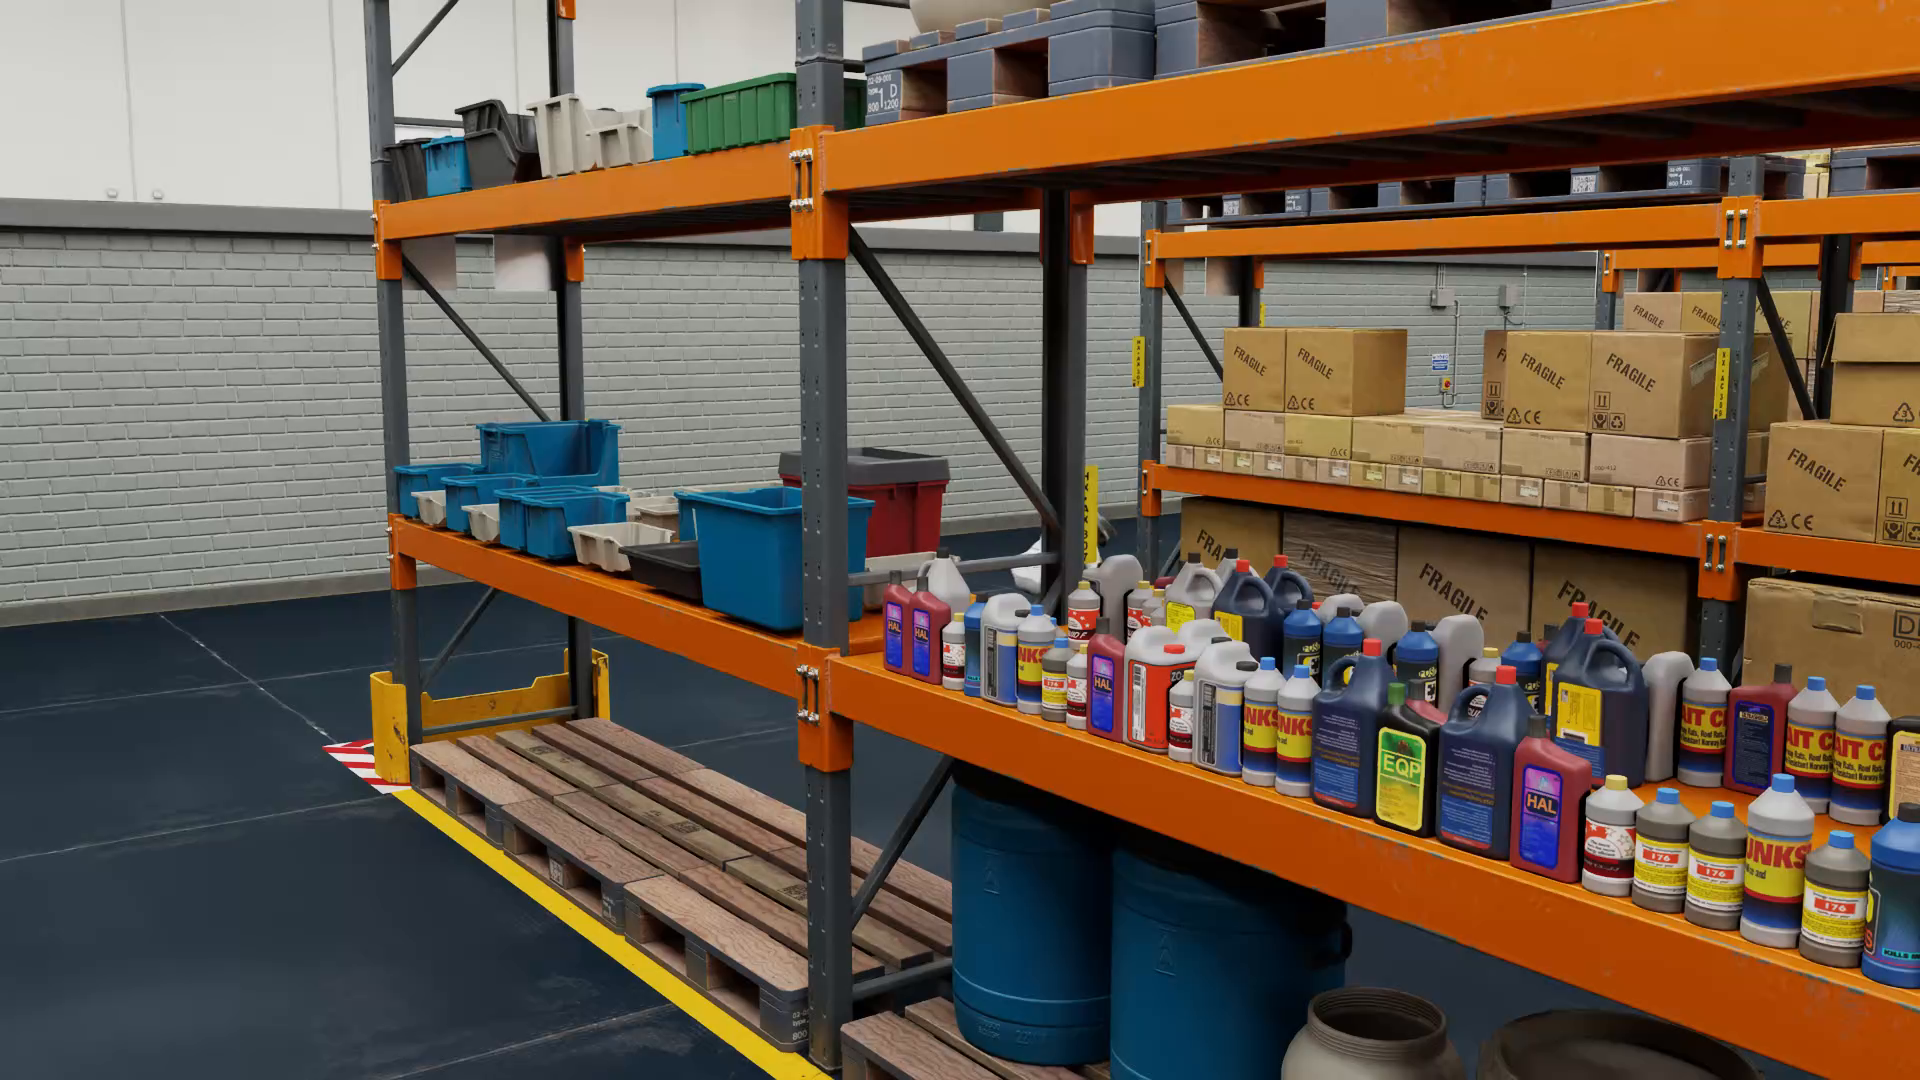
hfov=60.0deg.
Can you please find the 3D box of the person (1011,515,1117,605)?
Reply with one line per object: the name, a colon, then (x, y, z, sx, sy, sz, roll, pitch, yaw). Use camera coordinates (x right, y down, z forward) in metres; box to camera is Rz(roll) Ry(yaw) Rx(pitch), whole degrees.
person: (0.784, 0.244, 12.126, 0.870, 0.843, 0.480, -4, 9, -29)
